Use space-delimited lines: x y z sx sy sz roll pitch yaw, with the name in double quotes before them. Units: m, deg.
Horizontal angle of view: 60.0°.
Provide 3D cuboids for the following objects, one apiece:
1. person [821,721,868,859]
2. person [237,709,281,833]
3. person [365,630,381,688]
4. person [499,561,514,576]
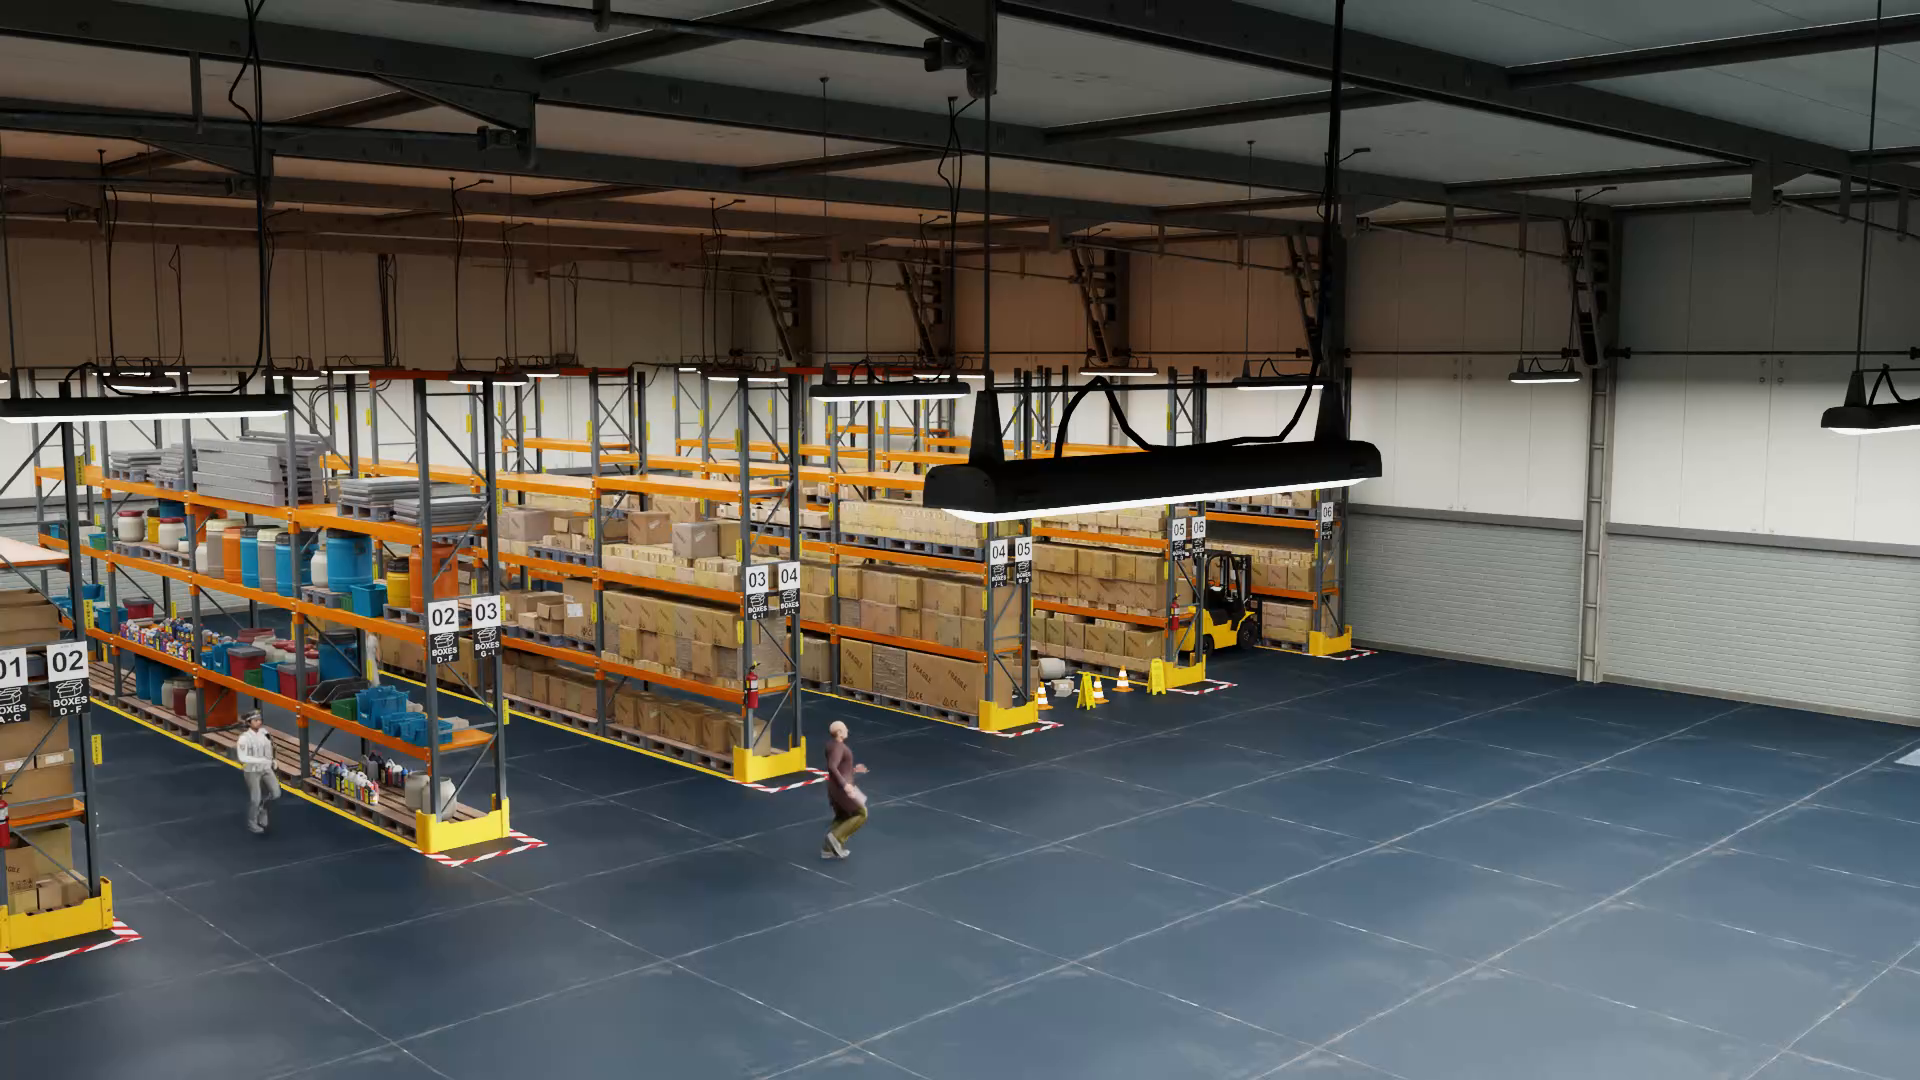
"person" -1.430 3.115 20.791 0.653 1.734 0.704 -3 7 -22
"person" -9.191 3.036 21.867 0.584 1.660 0.595 4 8 32
"person" -10.502 2.229 29.364 0.643 1.620 0.582 6 9 43
"person" -11.246 0.856 40.713 0.657 1.751 0.624 2 7 16
